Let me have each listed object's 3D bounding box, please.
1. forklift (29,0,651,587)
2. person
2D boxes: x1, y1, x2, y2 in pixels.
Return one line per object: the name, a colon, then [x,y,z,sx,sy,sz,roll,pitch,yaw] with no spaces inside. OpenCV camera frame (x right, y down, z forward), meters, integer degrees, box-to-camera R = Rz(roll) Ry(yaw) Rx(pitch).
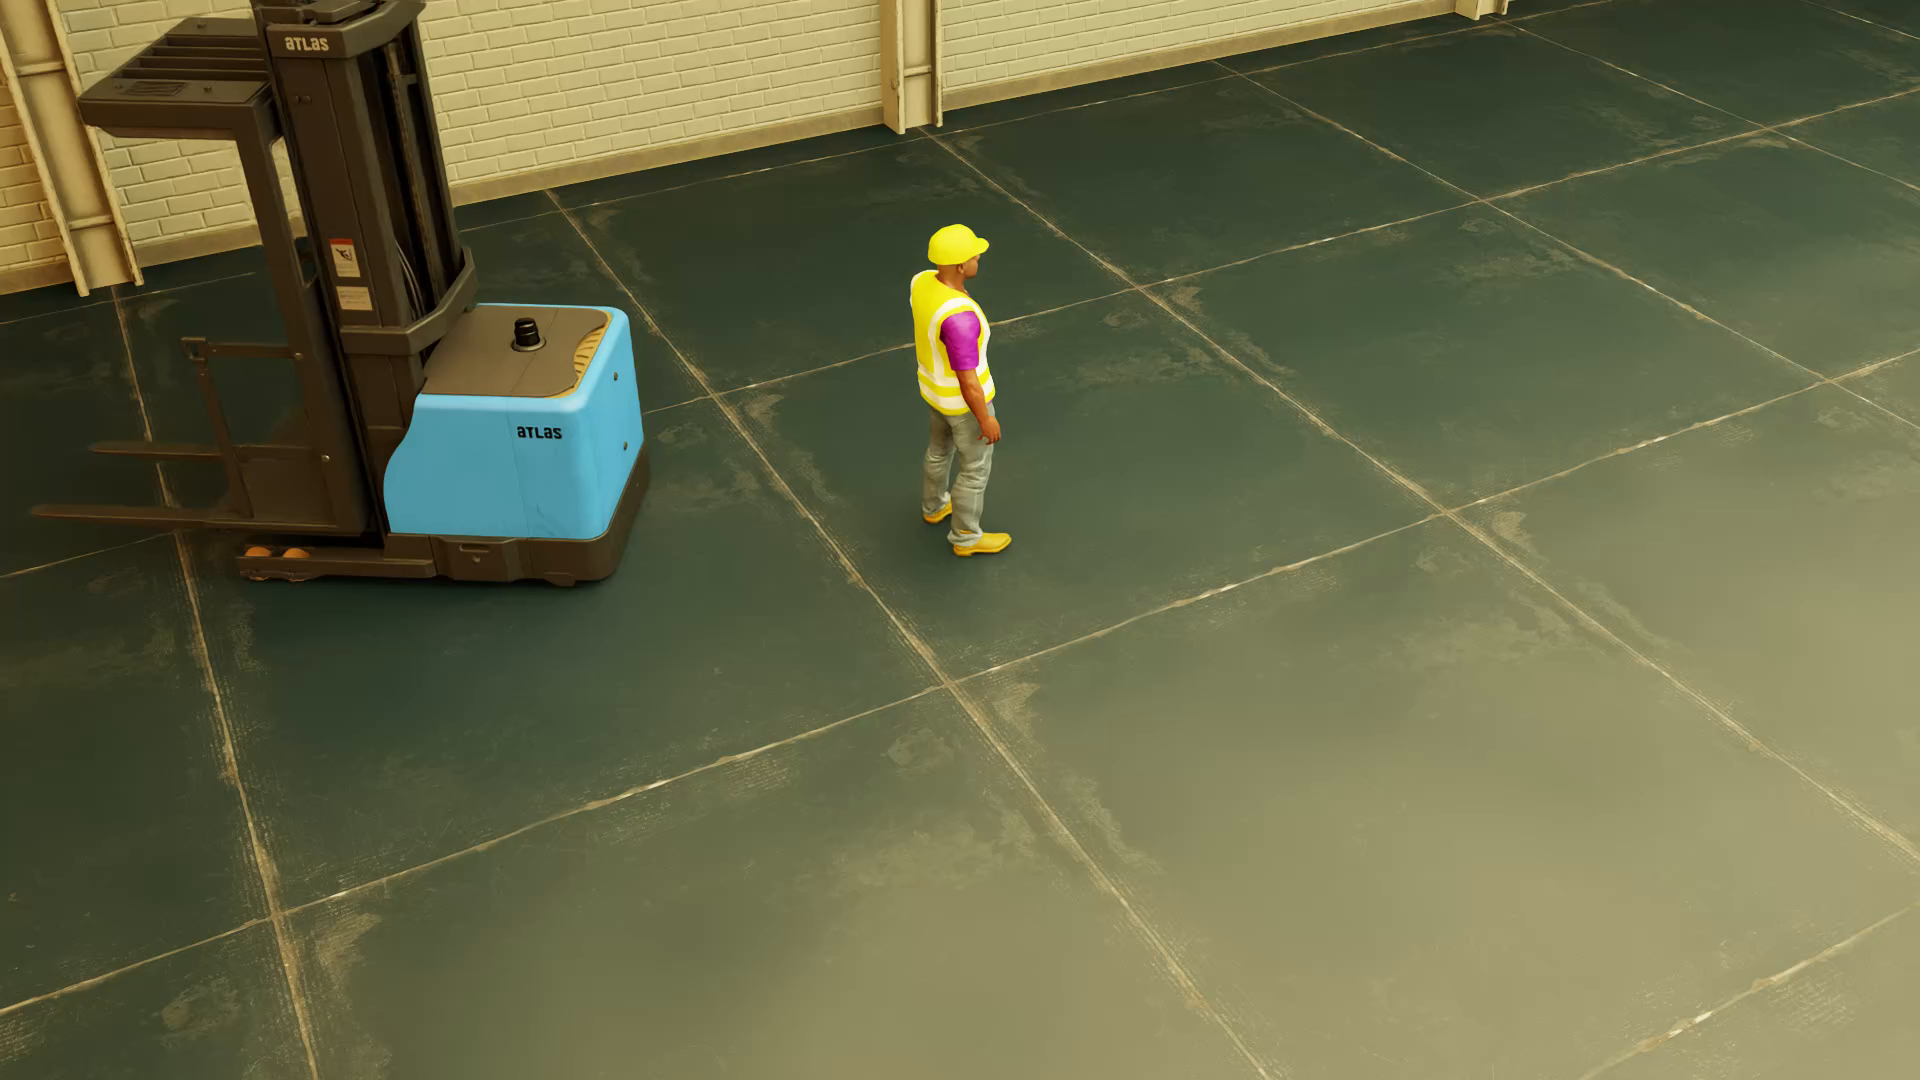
forklift: [-3.215,-1.289,7.947,3.031,2.935,1.130,2,35,3]
person: [-0.008,-0.734,8.172,0.424,1.769,0.677,-17,39,-23]
